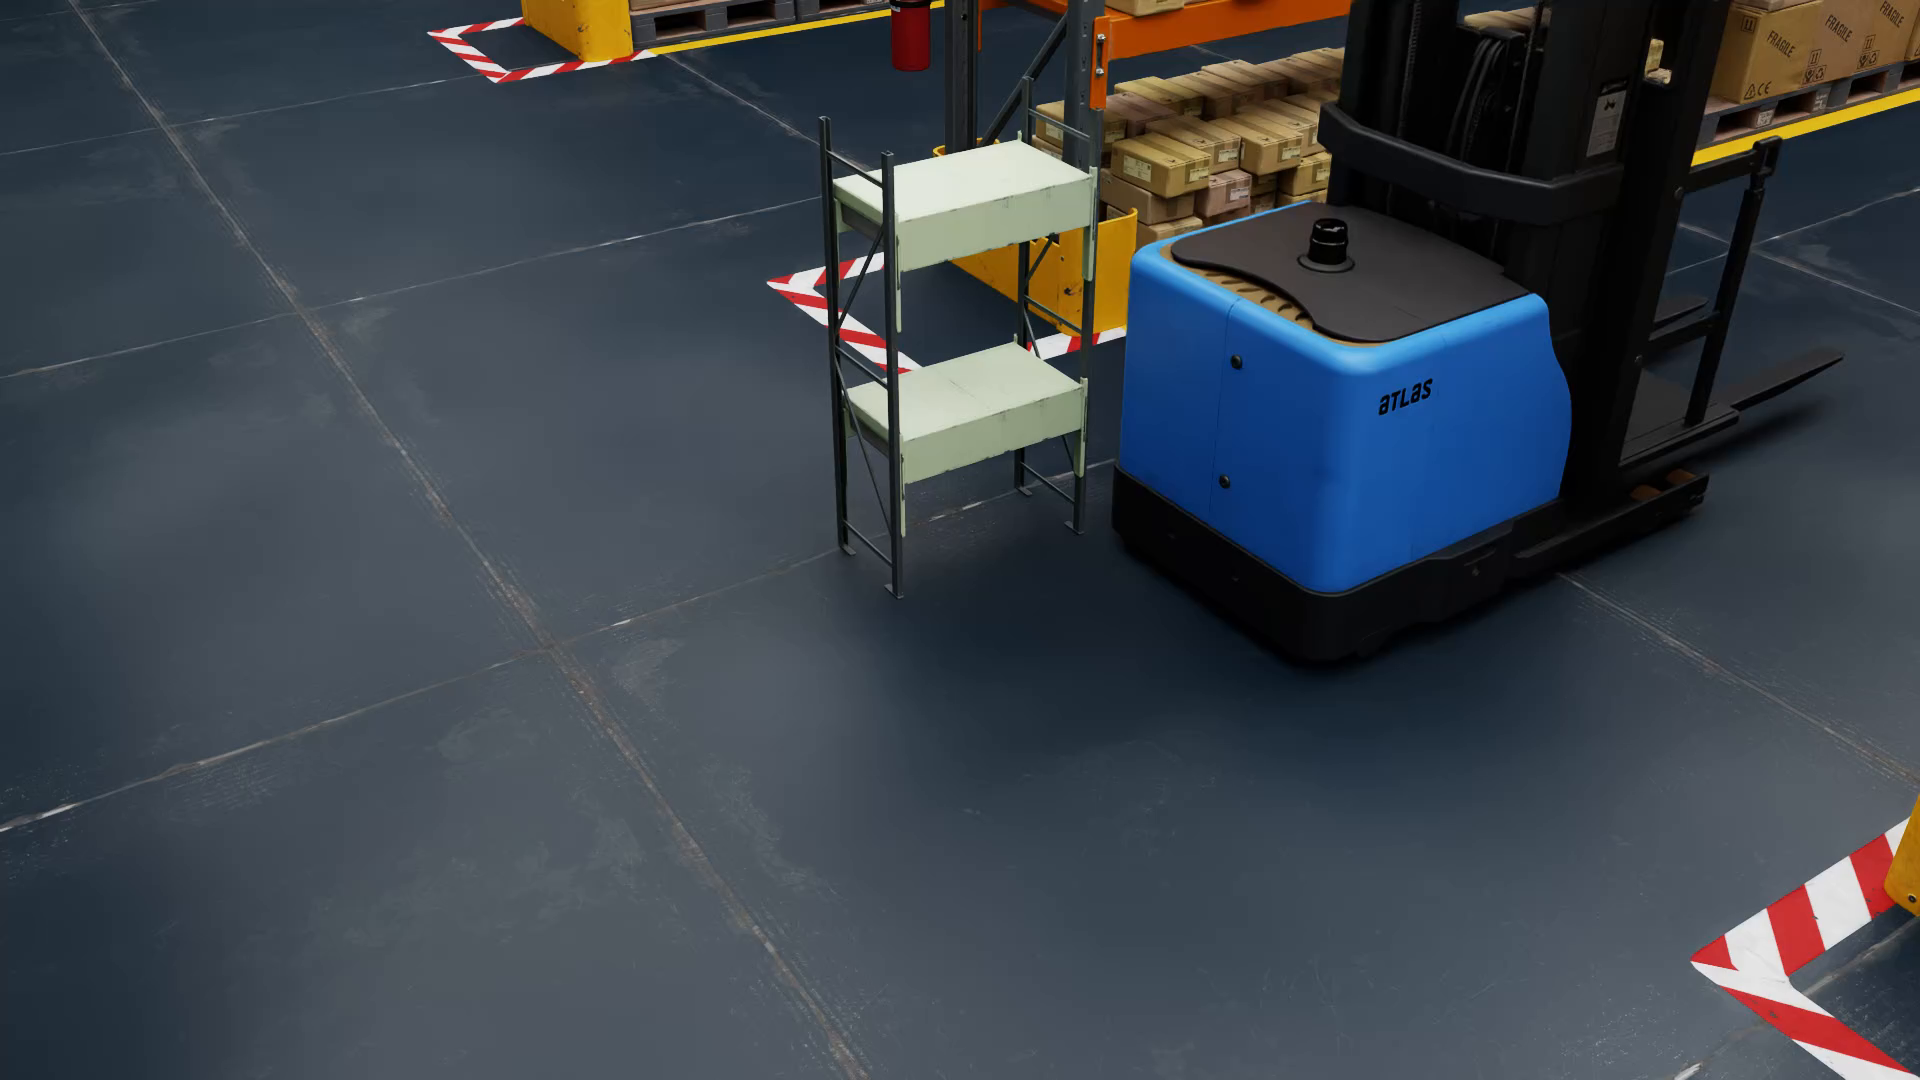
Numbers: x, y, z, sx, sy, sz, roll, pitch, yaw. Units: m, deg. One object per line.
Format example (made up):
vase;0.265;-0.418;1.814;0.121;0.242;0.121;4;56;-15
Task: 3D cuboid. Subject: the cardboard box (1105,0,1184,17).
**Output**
cardboard box;0.699;-2.254;6.747;0.250;0.149;0.380;-19;37;-28

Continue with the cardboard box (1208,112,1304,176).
cardboard box;1.322;-1.785;7.490;0.250;0.149;0.380;-19;37;-27

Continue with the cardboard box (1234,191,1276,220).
cardboard box;1.244;-1.581;7.723;0.250;0.149;0.380;-19;37;-27

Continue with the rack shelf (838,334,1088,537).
rack shelf;0.006;-0.361;5.527;0.720;0.370;0.431;-19;37;-27

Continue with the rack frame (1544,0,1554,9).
rack frame;3.611;-3.570;8.598;0.127;3.000;1.000;-19;37;-27

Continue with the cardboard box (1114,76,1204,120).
cardboard box;0.948;-2.083;7.961;0.250;0.149;0.380;-20;37;-28

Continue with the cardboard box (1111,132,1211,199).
cardboard box;0.874;-1.636;7.253;0.250;0.149;0.380;-21;38;-29

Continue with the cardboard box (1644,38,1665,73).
cardboard box;3.453;-2.574;8.740;0.250;0.149;0.380;-18;36;-26

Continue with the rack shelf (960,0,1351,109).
rack shelf;1.930;-2.688;7.873;4.000;0.370;1.077;-19;37;-27

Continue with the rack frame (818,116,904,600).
rack frame;-0.302;-0.530;5.185;0.023;1.500;0.400;-19;37;-27

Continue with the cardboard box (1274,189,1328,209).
cardboard box;1.518;-1.605;7.762;0.250;0.149;0.380;-18;37;-27

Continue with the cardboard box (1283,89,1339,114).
cardboard box;1.723;-1.970;7.782;0.250;0.149;0.380;-17;36;-25

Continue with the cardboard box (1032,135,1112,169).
cardboard box;0.538;-1.792;7.779;0.250;0.149;0.380;-20;37;-29

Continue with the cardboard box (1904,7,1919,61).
cardboard box;5.688;-3.231;10.009;0.500;0.500;0.500;-21;38;-29

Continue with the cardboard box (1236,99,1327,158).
cardboard box;1.485;-1.894;7.662;0.250;0.149;0.380;-21;38;-30

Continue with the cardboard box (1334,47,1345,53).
cardboard box;2.111;-2.400;8.464;0.250;0.149;0.380;-21;38;-29

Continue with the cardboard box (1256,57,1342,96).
cardboard box;1.677;-2.258;8.239;0.250;0.149;0.380;-20;38;-29

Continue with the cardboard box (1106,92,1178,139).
cardboard box;0.799;-1.951;7.752;0.250;0.149;0.380;-18;37;-26

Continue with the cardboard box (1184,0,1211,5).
cardboard box;0.891;-2.346;6.893;0.250;0.149;0.380;-18;36;-26

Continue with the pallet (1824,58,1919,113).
pallet;5.291;-2.971;10.262;1.213;0.211;1.003;-19;37;-27

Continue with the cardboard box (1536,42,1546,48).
cardboard box;3.055;-2.407;8.475;0.250;0.149;0.380;-19;37;-28

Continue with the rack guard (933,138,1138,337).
rack guard;0.313;-1.378;7.467;0.348;0.500;1.175;-19;37;-27

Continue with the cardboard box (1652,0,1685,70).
cardboard box;4.097;-3.017;9.671;0.500;0.500;0.500;-20;37;-28

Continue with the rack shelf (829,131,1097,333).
rack shelf;0.006;-0.966;5.145;0.720;0.370;0.431;-19;37;-27

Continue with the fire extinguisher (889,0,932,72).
fire extinguisher;-0.212;-2.357;7.098;0.183;0.674;0.296;-19;37;-27

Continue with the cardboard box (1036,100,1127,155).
cardboard box;0.557;-1.904;7.677;0.250;0.149;0.380;-19;37;-27

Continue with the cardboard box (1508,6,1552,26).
cardboard box;3.210;-2.787;9.077;0.250;0.149;0.380;-17;36;-25

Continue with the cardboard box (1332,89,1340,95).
cardboard box;1.969;-2.026;7.870;0.250;0.149;0.380;-18;37;-27

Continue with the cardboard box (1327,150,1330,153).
cardboard box;1.693;-1.857;7.882;0.250;0.149;0.380;-21;38;-29

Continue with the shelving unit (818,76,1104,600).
shelving unit;0.006;-0.636;5.353;0.755;1.500;0.431;-19;37;-27

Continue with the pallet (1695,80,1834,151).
pallet;4.265;-2.616;9.700;1.213;0.211;1.003;-19;37;-27

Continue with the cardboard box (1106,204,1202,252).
cardboard box;0.863;-1.393;7.426;0.250;0.149;0.380;-18;37;-26

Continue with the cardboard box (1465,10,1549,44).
cardboard box;2.946;-2.734;8.993;0.250;0.149;0.380;-17;36;-25

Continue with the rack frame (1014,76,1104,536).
rack frame;0.313;-0.742;5.521;0.023;1.500;0.400;-19;37;-27

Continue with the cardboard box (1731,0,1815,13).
cardboard box;4.376;-3.103;9.104;0.500;0.250;0.500;-21;38;-29

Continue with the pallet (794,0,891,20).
pallet;-0.863;-4.042;11.959;1.213;0.211;1.003;-19;37;-27

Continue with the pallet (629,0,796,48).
pallet;-1.888;-3.691;11.404;1.213;0.211;1.003;-19;37;-27

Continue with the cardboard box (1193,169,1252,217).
cardboard box;1.090;-1.602;7.477;0.250;0.149;0.380;-19;37;-27

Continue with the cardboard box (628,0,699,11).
cardboard box;-2.017;-3.934;11.183;0.875;0.438;0.875;-20;38;-29

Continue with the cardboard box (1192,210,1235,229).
cardboard box;1.039;-1.506;7.604;0.250;0.149;0.380;-19;37;-27

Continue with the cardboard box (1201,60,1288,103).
cardboard box;1.396;-2.232;8.197;0.250;0.149;0.380;-18;36;-26

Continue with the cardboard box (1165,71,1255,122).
cardboard box;1.200;-2.129;8.034;0.250;0.149;0.380;-21;38;-29

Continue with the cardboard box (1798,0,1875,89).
cardboard box;4.820;-2.939;9.546;0.500;0.500;0.500;-17;36;-25

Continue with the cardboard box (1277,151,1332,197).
cardboard box;1.522;-1.737;7.693;0.250;0.149;0.380;-18;36;-26

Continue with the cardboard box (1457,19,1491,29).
cardboard box;2.760;-2.639;8.842;0.250;0.149;0.380;-20;37;-28

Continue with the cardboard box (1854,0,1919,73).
cardboard box;5.253;-3.096;9.796;0.500;0.500;0.500;-18;37;-26

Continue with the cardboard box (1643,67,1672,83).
cardboard box;3.519;-2.434;8.797;0.250;0.149;0.380;-18;37;-26

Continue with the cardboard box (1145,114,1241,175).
cardboard box;1.040;-1.770;7.465;0.250;0.149;0.380;-18;37;-26

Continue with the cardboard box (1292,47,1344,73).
cardboard box;1.882;-2.347;8.379;0.250;0.149;0.380;-19;37;-27

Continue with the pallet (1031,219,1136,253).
pallet;1.015;-1.475;7.891;1.213;0.211;1.003;-19;37;-27

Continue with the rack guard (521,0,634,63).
rack guard;-2.538;-3.540;10.893;0.348;0.500;1.175;-19;37;-27

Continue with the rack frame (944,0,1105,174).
rack frame;0.249;-2.414;6.765;0.127;3.000;1.000;-19;37;-27

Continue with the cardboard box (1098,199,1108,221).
cardboard box;0.579;-1.631;7.803;0.250;0.149;0.380;-18;37;-26

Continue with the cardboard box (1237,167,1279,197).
cardboard box;1.247;-1.712;7.652;0.250;0.149;0.380;-18;37;-27

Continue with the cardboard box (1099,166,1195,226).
cardboard box;0.829;-1.548;7.392;0.250;0.149;0.380;-17;36;-25

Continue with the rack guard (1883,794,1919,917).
rack guard;2.832;0.904;3.849;0.348;0.500;1.175;-19;37;-27

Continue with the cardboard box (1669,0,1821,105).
cardboard box;4.376;-2.785;9.303;0.500;0.500;0.500;-17;36;-25

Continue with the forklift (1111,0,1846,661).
forklift;2.023;-1.475;5.342;3.031;2.935;1.130;-20;37;-28
